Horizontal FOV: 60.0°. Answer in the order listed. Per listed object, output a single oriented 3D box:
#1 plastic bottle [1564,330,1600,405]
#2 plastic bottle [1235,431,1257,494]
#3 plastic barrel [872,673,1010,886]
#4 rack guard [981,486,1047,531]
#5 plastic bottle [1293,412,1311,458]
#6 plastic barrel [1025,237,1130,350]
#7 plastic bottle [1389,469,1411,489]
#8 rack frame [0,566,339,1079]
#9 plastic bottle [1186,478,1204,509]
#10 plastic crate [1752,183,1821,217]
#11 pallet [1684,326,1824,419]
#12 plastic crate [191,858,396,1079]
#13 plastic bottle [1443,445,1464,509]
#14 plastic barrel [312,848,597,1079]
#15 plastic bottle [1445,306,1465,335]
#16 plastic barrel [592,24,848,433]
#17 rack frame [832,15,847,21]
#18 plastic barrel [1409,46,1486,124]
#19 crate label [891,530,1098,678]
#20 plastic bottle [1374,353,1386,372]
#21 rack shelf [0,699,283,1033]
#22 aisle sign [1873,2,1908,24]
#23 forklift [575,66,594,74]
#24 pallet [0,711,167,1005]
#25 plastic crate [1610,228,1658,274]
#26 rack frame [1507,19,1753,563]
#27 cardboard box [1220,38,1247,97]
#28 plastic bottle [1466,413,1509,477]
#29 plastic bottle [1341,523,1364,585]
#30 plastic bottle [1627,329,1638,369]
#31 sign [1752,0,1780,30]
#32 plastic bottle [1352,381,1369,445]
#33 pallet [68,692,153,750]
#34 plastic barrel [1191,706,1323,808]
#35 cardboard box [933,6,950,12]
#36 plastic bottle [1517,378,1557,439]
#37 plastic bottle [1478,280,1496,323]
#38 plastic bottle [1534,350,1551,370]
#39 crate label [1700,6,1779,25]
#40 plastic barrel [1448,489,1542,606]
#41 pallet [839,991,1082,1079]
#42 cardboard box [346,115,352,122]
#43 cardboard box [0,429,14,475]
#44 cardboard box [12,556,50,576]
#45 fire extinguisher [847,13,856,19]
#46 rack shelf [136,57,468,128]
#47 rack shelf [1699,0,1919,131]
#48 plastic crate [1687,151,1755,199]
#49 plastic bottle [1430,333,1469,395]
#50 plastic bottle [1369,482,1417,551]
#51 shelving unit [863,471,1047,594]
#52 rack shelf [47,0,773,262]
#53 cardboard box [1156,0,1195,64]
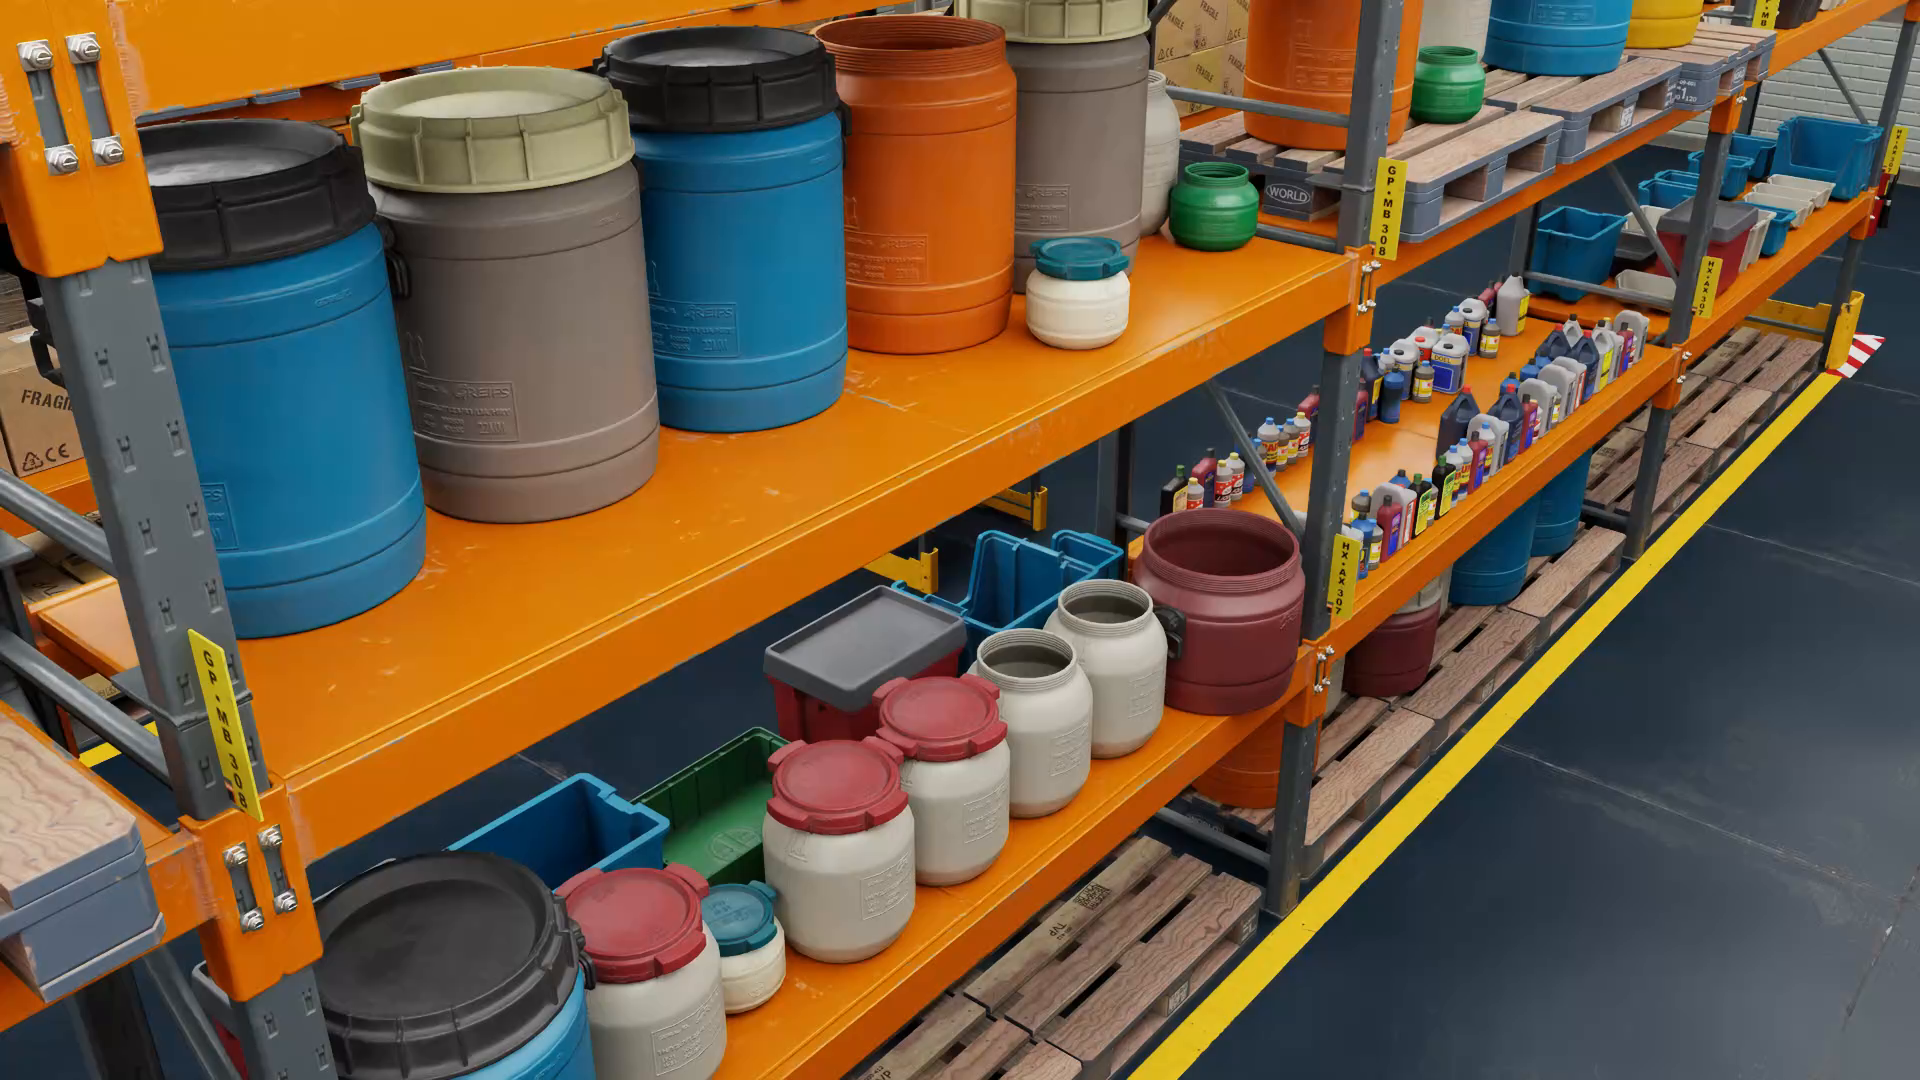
[{"bbox_3d":[3.058,-0.859,8.199,0.144,0.351,0.185,21,34,34],"label":"plastic bottle"},{"bbox_3d":[1.250,-0.347,7.296,0.097,0.271,0.097,0,27,0],"label":"plastic bottle"},{"bbox_3d":[-0.061,0.720,4.946,0.433,0.535,0.433,0,27,0],"label":"plastic barrel"},{"bbox_3d":[0.268,-0.261,9.982,0.587,0.250,0.087,21,34,34],"label":"rack guard"},{"bbox_3d":[1.559,-0.488,7.646,0.097,0.201,0.097,0,27,0],"label":"plastic bottle"},{"bbox_3d":[0.335,-0.701,4.727,0.301,0.262,0.301,0,27,0],"label":"plastic barrel"},{"bbox_3d":[1.830,-0.166,6.947,0.097,0.271,0.097,0,27,0],"label":"plastic bottle"},{"bbox_3d":[-1.581,1.469,3.647,1.000,3.000,0.127,21,34,34],"label":"rack frame"},{"bbox_3d":[0.979,-0.165,7.021,0.097,0.201,0.097,0,27,0],"label":"plastic bottle"},{"bbox_3d":[5.477,-2.255,11.066,0.396,0.136,0.243,21,34,34],"label":"plastic crate"},{"bbox_3d":[5.497,-1.266,11.968,1.003,0.211,1.213,21,34,34],"label":"pallet"},{"bbox_3d":[-1.509,1.179,4.137,0.402,0.464,0.583,21,34,34],"label":"plastic crate"},{"bbox_3d":[2.109,-0.278,7.162,0.097,0.271,0.097,0,27,0],"label":"plastic bottle"},{"bbox_3d":[-1.101,1.198,3.625,0.600,0.901,0.708,21,34,34],"label":"plastic barrel"},{"bbox_3d":[2.592,-1.095,8.742,0.097,0.271,0.097,0,27,0],"label":"plastic bottle"},{"bbox_3d":[-0.593,-0.794,4.210,0.600,0.901,0.708,21,34,34],"label":"plastic barrel"},{"bbox_3d":[-1.593,-5.681,17.468,1.000,3.000,0.127,21,34,34],"label":"rack frame"},{"bbox_3d":[1.815,-1.708,6.234,0.294,0.245,0.294,0,27,0],"label":"plastic barrel"},{"bbox_3d":[0.123,0.308,5.852,0.502,0.435,0.616,21,34,34],"label":"crate label"},{"bbox_3d":[2.026,-0.780,8.133,0.097,0.271,0.097,0,27,0],"label":"plastic bottle"},{"bbox_3d":[-2.853,1.165,1.752,1.077,0.370,4.000,21,34,34],"label":"rack shelf"},{"bbox_3d":[6.324,-3.881,11.157,0.394,0.787,0.004,21,34,34],"label":"aisle sign"},{"bbox_3d":[-3.420,-3.102,12.557,3.031,2.935,1.130,-9,29,-17],"label":"forklift"},{"bbox_3d":[-1.965,0.505,2.451,1.213,0.211,1.003,21,34,34],"label":"pallet"},{"bbox_3d":[4.012,-1.748,10.098,0.437,0.125,0.590,21,34,34],"label":"plastic crate"},{"bbox_3d":[3.508,-1.368,9.129,1.000,3.000,0.127,21,34,34],"label":"rack frame"},{"bbox_3d":[2.157,-4.041,14.188,0.500,0.500,0.500,22,35,36],"label":"cardboard box"},{"bbox_3d":[2.370,-0.445,7.481,0.152,0.276,0.135,21,34,34],"label":"plastic bottle"},{"bbox_3d":[1.488,0.047,6.530,0.152,0.276,0.135,21,34,34],"label":"plastic bottle"},{"bbox_3d":[3.454,-0.996,8.627,0.097,0.201,0.097,0,27,0],"label":"plastic bottle"},{"bbox_3d":[3.931,-2.543,8.126,0.100,0.325,0.005,21,34,34],"label":"sign"},{"bbox_3d":[1.847,-0.594,7.762,0.061,0.283,0.133,21,34,34],"label":"plastic bottle"},{"bbox_3d":[-4.186,0.551,8.455,1.003,0.211,1.213,21,34,34],"label":"pallet"},{"bbox_3d":[1.261,0.649,7.135,0.600,0.830,0.708,21,34,34],"label":"plastic barrel"},{"bbox_3d":[0.133,-3.743,12.523,0.500,0.500,0.500,20,33,33],"label":"cardboard box"},{"bbox_3d":[2.720,-0.640,7.858,0.152,0.276,0.135,21,34,34],"label":"plastic bottle"},{"bbox_3d":[2.860,-1.263,9.054,0.061,0.283,0.133,21,34,34],"label":"plastic bottle"},{"bbox_3d":[2.845,-0.798,8.168,0.097,0.271,0.097,0,27,0],"label":"plastic bottle"},{"bbox_3d":[4.042,-2.672,8.673,0.293,0.136,0.466,21,34,34],"label":"crate label"},{"bbox_3d":[2.698,-0.183,8.667,0.600,0.901,0.708,21,34,34],"label":"plastic barrel"},{"bbox_3d":[-0.336,1.983,5.687,1.003,0.211,1.213,21,34,34],"label":"pallet"},{"bbox_3d":[-4.976,-3.520,13.542,0.380,0.149,0.250,20,33,33],"label":"cardboard box"},{"bbox_3d":[-4.565,-0.479,7.303,0.500,0.500,0.500,24,36,38],"label":"cardboard box"},{"bbox_3d":[-4.719,0.215,7.994,0.500,0.311,0.500,21,34,34],"label":"cardboard box"},{"bbox_3d":[-1.141,-5.400,17.414,0.296,0.674,0.183,21,34,34],"label":"fire extinguisher"},{"bbox_3d":[-4.129,-1.702,7.294,1.077,0.370,4.000,21,34,34],"label":"rack shelf"},{"bbox_3d":[4.780,-3.090,9.976,1.077,0.370,4.000,21,34,34],"label":"rack shelf"},{"bbox_3d":[5.222,-2.514,11.461,0.416,0.233,0.300,21,34,34],"label":"plastic crate"},{"bbox_3d":[2.448,-0.887,8.335,0.152,0.276,0.135,21,34,34],"label":"plastic bottle"},{"bbox_3d":[1.782,-0.117,6.848,0.152,0.276,0.135,21,34,34],"label":"plastic bottle"},{"bbox_3d":[-0.048,-0.639,9.353,0.587,1.500,1.083,21,34,34],"label":"shelving unit"},{"bbox_3d":[-0.309,-1.408,3.896,1.077,0.370,4.000,21,34,34],"label":"rack shelf"},{"bbox_3d":[1.514,-4.121,13.254,0.500,0.500,0.500,22,34,36],"label":"cardboard box"}]
